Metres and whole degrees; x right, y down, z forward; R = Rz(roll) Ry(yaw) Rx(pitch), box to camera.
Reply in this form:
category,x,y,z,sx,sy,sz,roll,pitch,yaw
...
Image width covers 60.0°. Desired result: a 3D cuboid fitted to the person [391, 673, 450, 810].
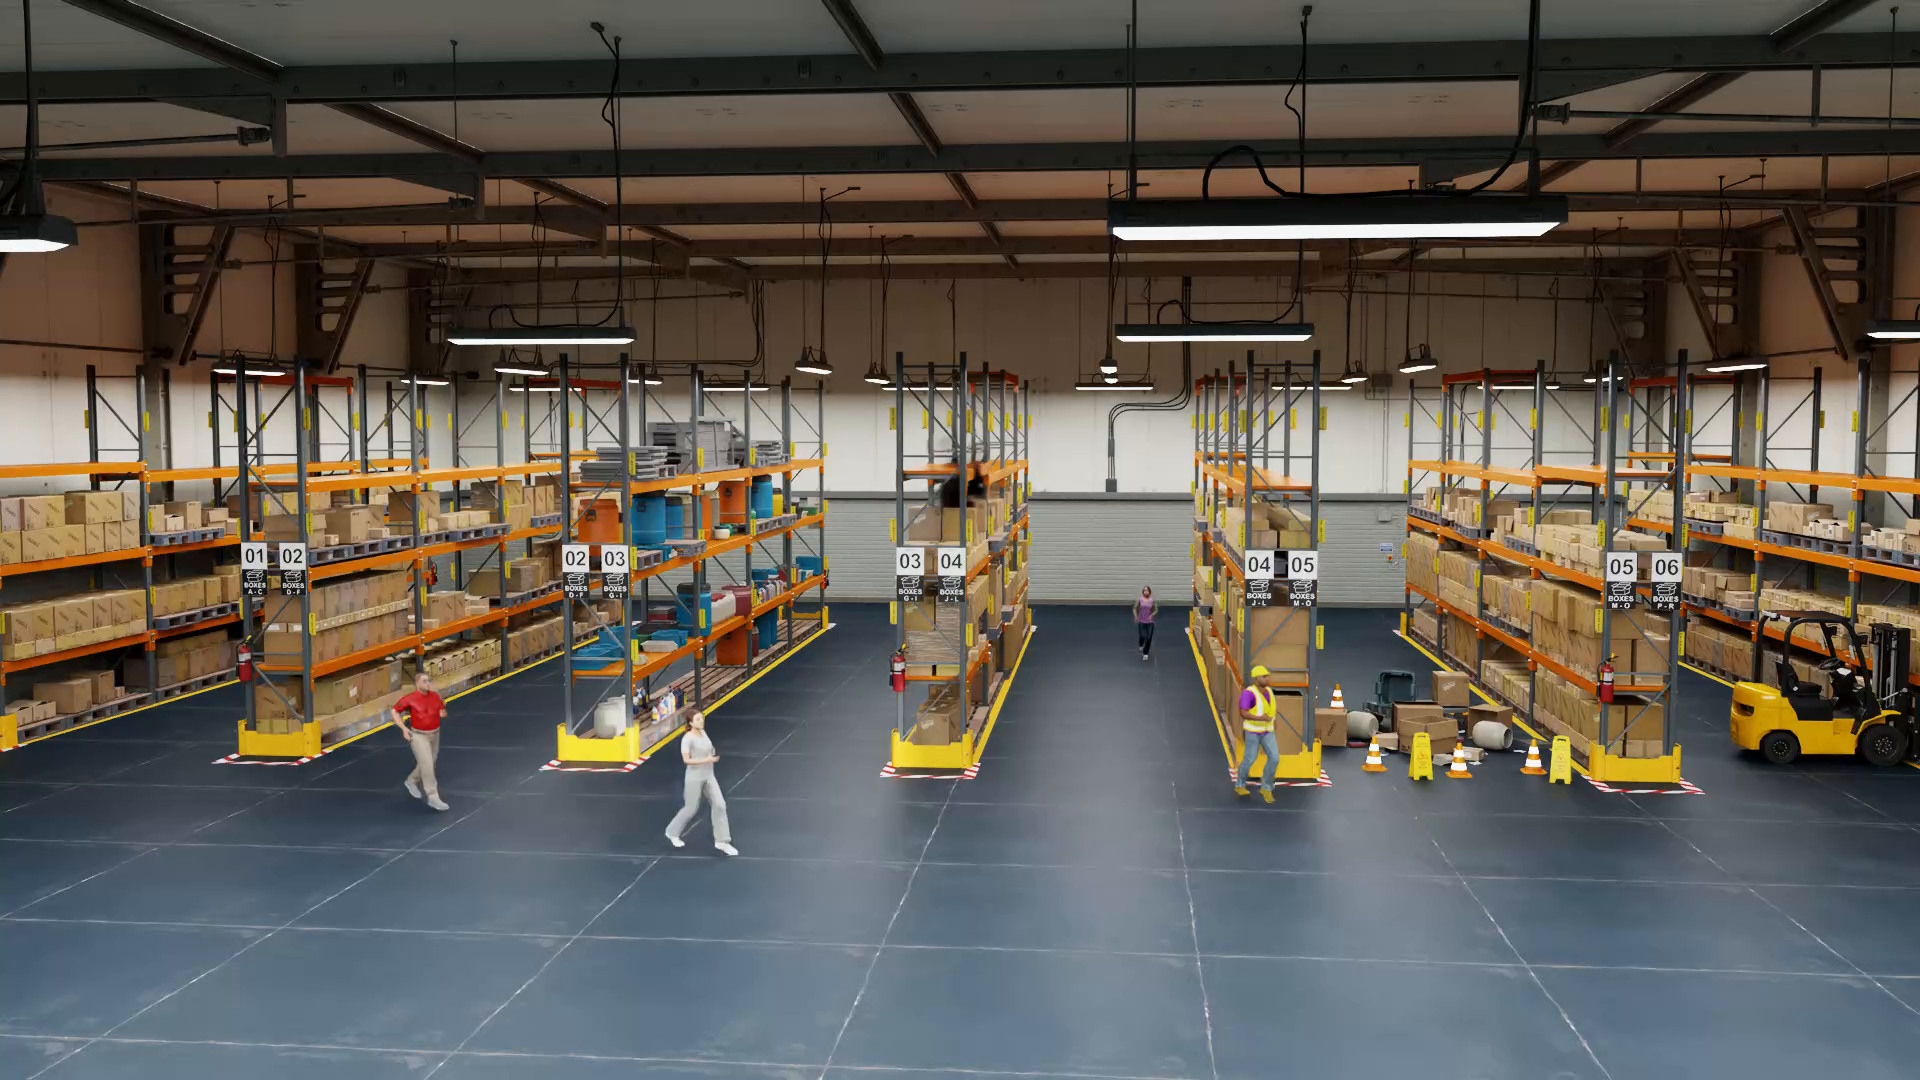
category,x,y,z,sx,sy,sz,roll,pitch,yaw
person,-6.954,2.585,21.596,0.984,1.721,0.661,3,5,32

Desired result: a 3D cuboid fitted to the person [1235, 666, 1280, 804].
category,x,y,z,sx,sy,sz,roll,pitch,yaw
person,3.963,2.567,21.959,0.714,1.826,0.719,-2,5,-30

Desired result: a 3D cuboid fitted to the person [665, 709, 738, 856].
category,x,y,z,sx,sy,sz,roll,pitch,yaw
person,-3.007,2.790,19.302,0.965,1.668,0.572,3,5,33

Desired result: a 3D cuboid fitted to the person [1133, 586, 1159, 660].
category,x,y,z,sx,sy,sz,roll,pitch,yaw
person,3.907,1.745,34.980,0.536,1.560,0.532,0,4,4
